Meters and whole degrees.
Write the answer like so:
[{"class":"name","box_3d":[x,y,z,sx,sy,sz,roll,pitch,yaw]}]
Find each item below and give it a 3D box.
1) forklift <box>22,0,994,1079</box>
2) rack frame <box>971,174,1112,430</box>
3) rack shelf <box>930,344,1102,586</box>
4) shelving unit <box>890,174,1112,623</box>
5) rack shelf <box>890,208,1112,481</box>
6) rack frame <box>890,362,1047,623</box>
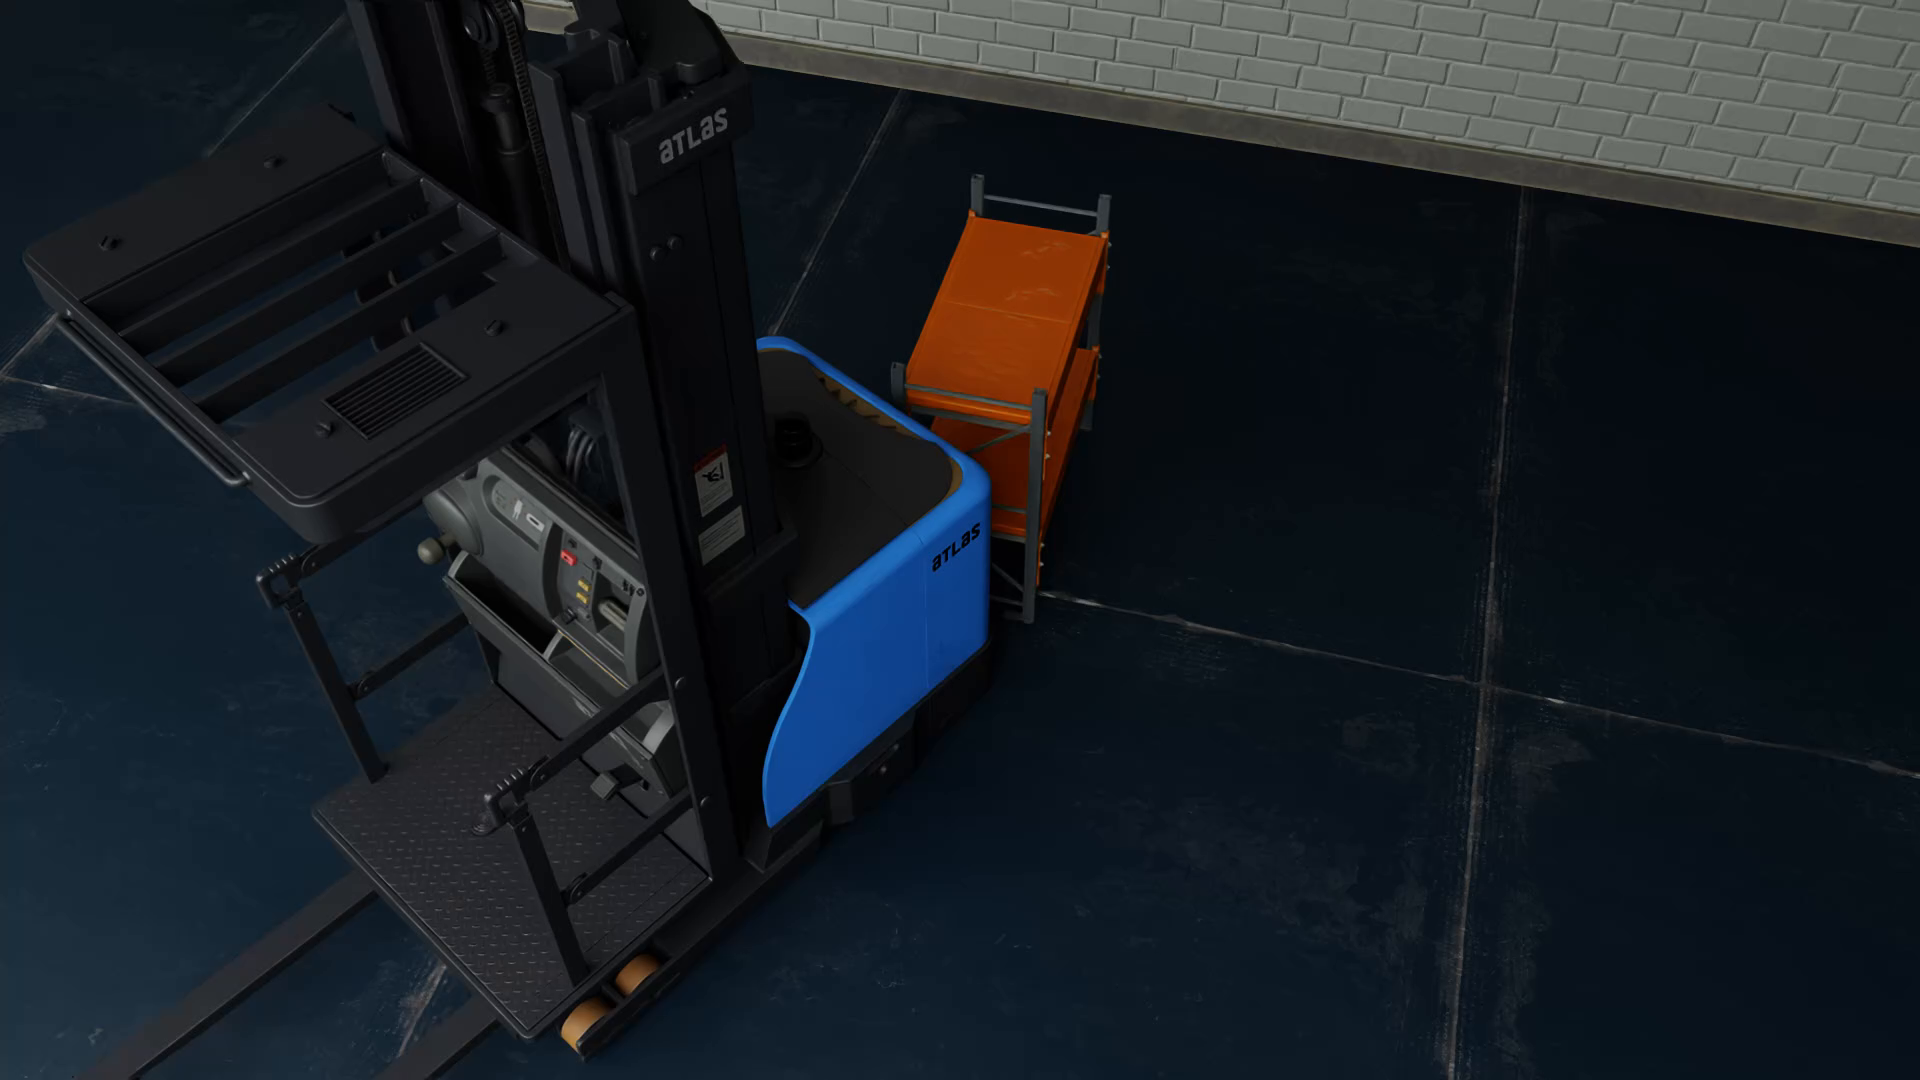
[{"class":"forklift","box_3d":[-1.259,0.103,4.204,1.130,2.935,3.031,35,57,27]},{"class":"rack frame","box_3d":[0.286,-0.868,6.266,0.500,1.125,0.032,11,50,10]},{"class":"rack shelf","box_3d":[0.156,-0.338,6.124,0.538,0.278,1.000,11,50,10]},{"class":"shelving unit","box_3d":[0.156,-0.500,5.941,0.538,1.125,1.048,11,50,10]},{"class":"rack shelf","box_3d":[0.156,-0.694,5.722,0.538,0.278,1.000,11,50,10]},{"class":"rack frame","box_3d":[0.026,-0.131,5.616,0.500,1.125,0.032,11,50,10]}]
